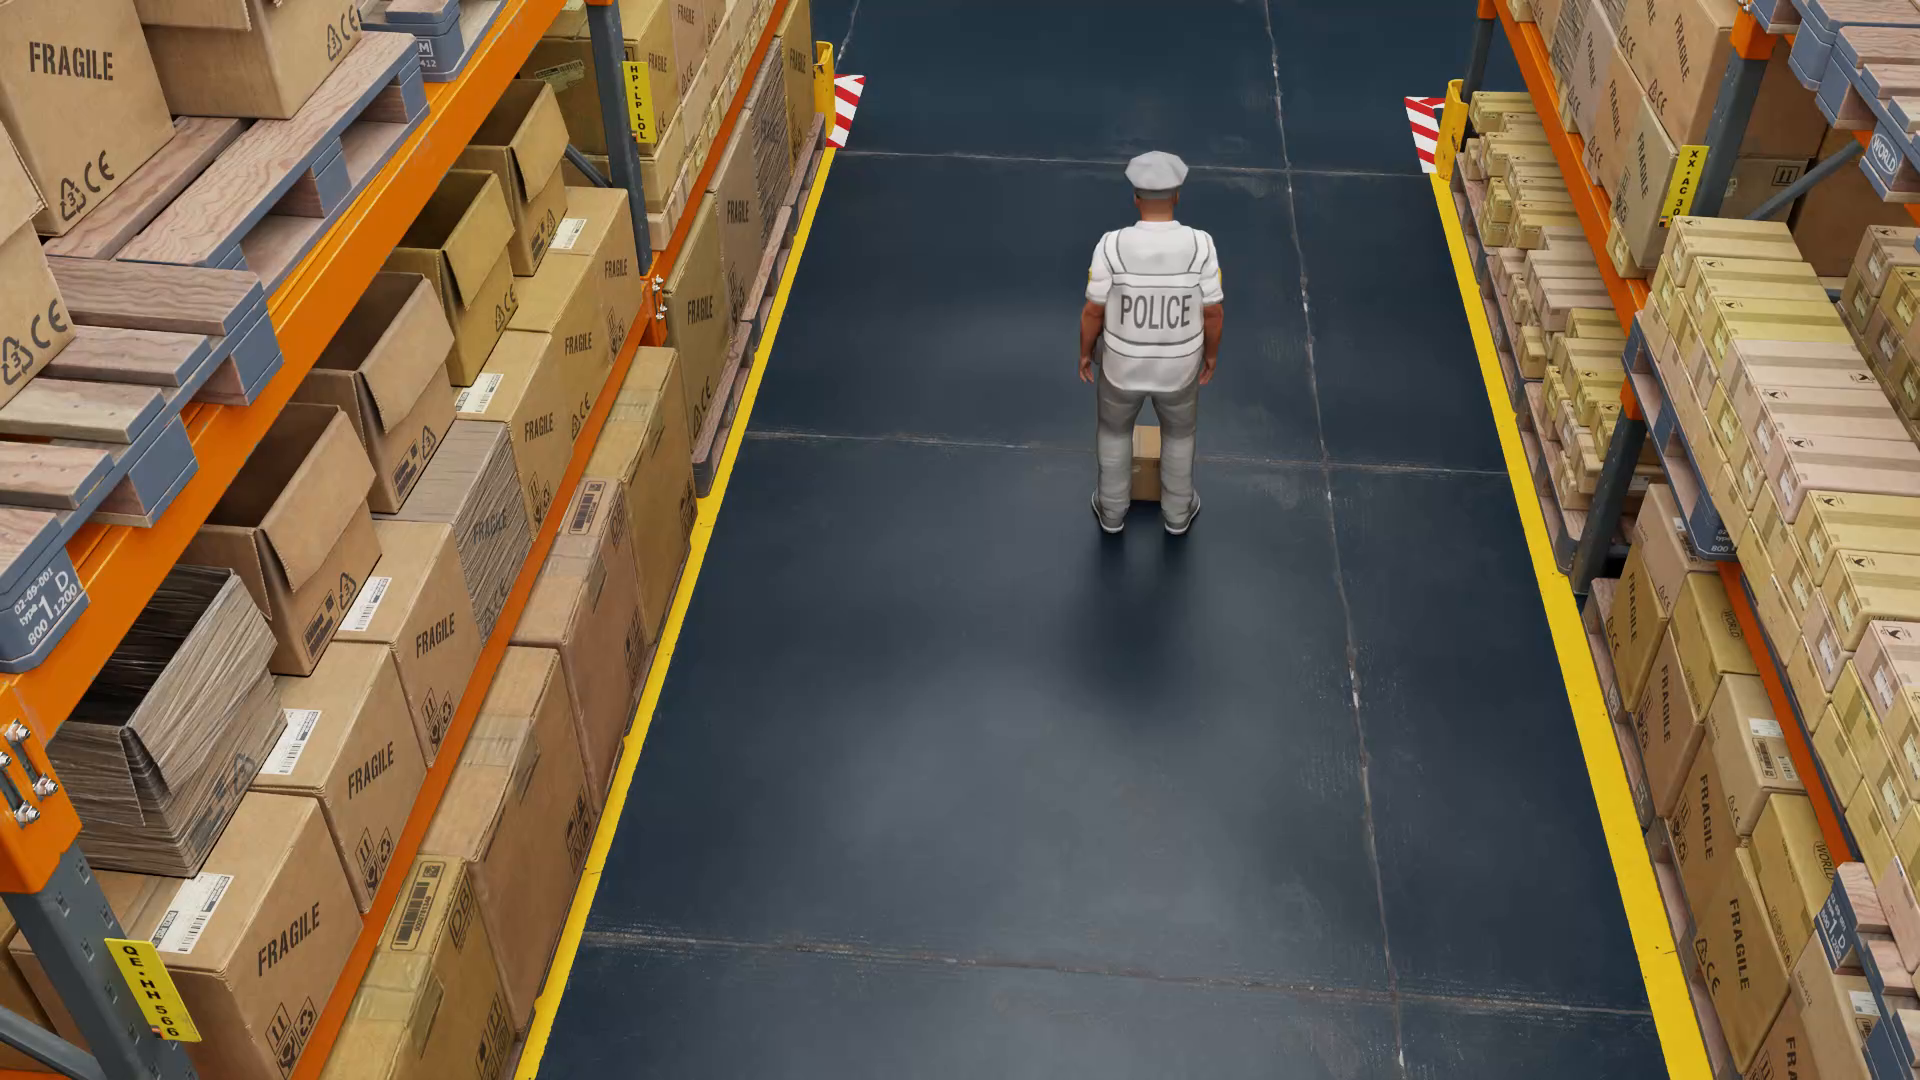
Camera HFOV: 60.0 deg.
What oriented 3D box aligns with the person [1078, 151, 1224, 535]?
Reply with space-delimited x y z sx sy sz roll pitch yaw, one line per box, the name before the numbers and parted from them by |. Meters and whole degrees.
person | 0.804 -0.762 7.064 0.600 1.749 0.429 2 40 2
